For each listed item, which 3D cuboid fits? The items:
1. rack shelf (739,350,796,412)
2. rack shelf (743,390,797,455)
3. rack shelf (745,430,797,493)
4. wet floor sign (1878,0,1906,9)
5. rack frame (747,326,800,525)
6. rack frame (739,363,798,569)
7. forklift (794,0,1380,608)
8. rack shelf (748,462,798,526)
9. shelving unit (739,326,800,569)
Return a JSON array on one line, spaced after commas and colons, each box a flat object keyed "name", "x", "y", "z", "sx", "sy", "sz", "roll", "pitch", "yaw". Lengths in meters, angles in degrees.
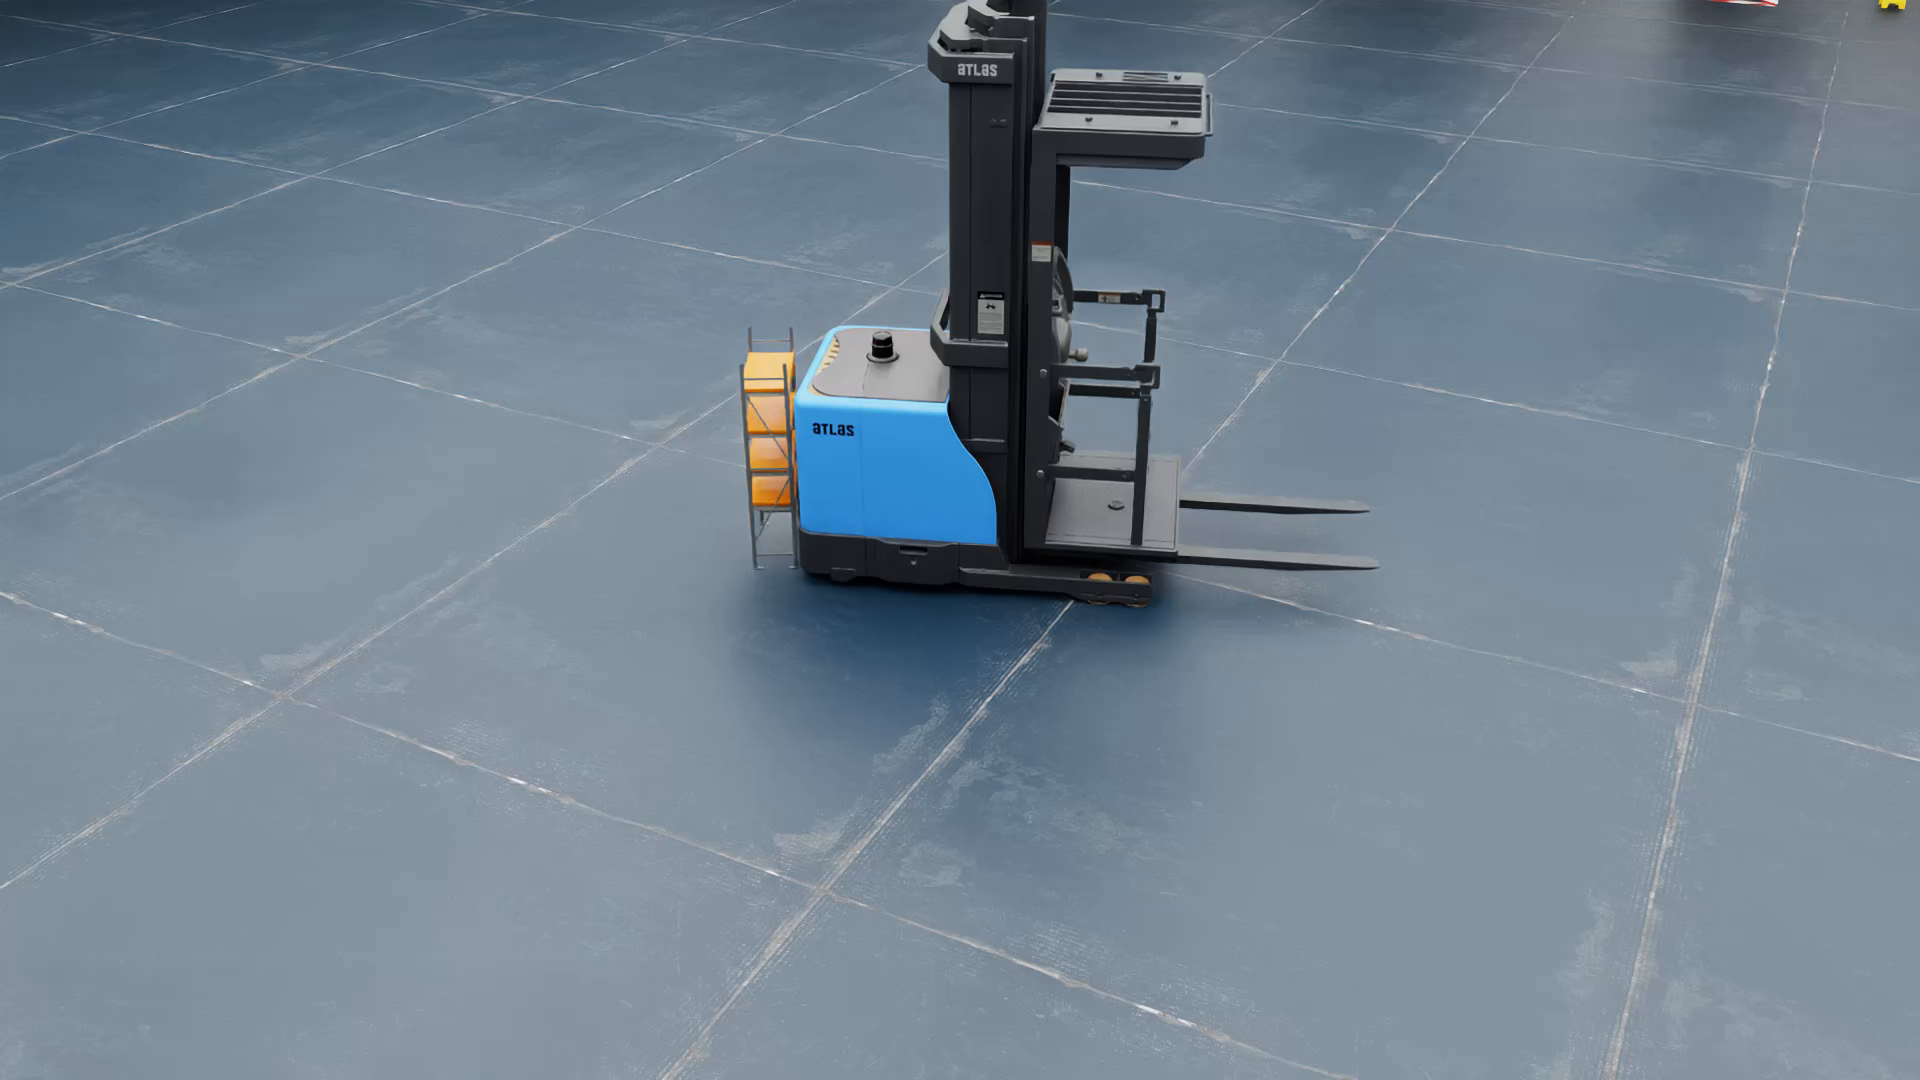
[{"name": "rack shelf", "x": -1.000, "y": -0.830, "z": 8.701, "sx": 0.258, "sy": 0.148, "sz": 0.480, "roll": -1, "pitch": 30, "yaw": -1}, {"name": "rack shelf", "x": -1.000, "y": -0.624, "z": 8.818, "sx": 0.258, "sy": 0.148, "sz": 0.480, "roll": -1, "pitch": 30, "yaw": -1}, {"name": "rack shelf", "x": -1.000, "y": -0.430, "z": 8.930, "sx": 0.258, "sy": 0.148, "sz": 0.480, "roll": -1, "pitch": 30, "yaw": -1}, {"name": "wet floor sign", "x": 11.735, "y": -7.003, "z": 20.796, "sx": 0.267, "sy": 0.644, "sz": 0.232, "roll": 9, "pitch": 31, "yaw": 15}, {"name": "rack frame", "x": -1.007, "y": -0.610, "z": 9.108, "sx": 0.240, "sy": 1.200, "sz": 0.015, "roll": -1, "pitch": 30, "yaw": -1}, {"name": "rack frame", "x": -0.994, "y": -0.367, "z": 8.685, "sx": 0.240, "sy": 1.200, "sz": 0.015, "roll": -1, "pitch": 30, "yaw": -1}, {"name": "forklift", "x": 0.703, "y": -1.200, "z": 8.396, "sx": 3.031, "sy": 2.935, "sz": 1.130, "roll": 4, "pitch": 30, "yaw": 6}, {"name": "rack shelf", "x": -1.000, "y": -0.258, "z": 9.029, "sx": 0.258, "sy": 0.148, "sz": 0.480, "roll": -1, "pitch": 30, "yaw": -1}, {"name": "shelving unit", "x": -1.000, "y": -0.489, "z": 8.896, "sx": 0.258, "sy": 1.200, "sz": 0.503, "roll": -1, "pitch": 30, "yaw": -1}]
